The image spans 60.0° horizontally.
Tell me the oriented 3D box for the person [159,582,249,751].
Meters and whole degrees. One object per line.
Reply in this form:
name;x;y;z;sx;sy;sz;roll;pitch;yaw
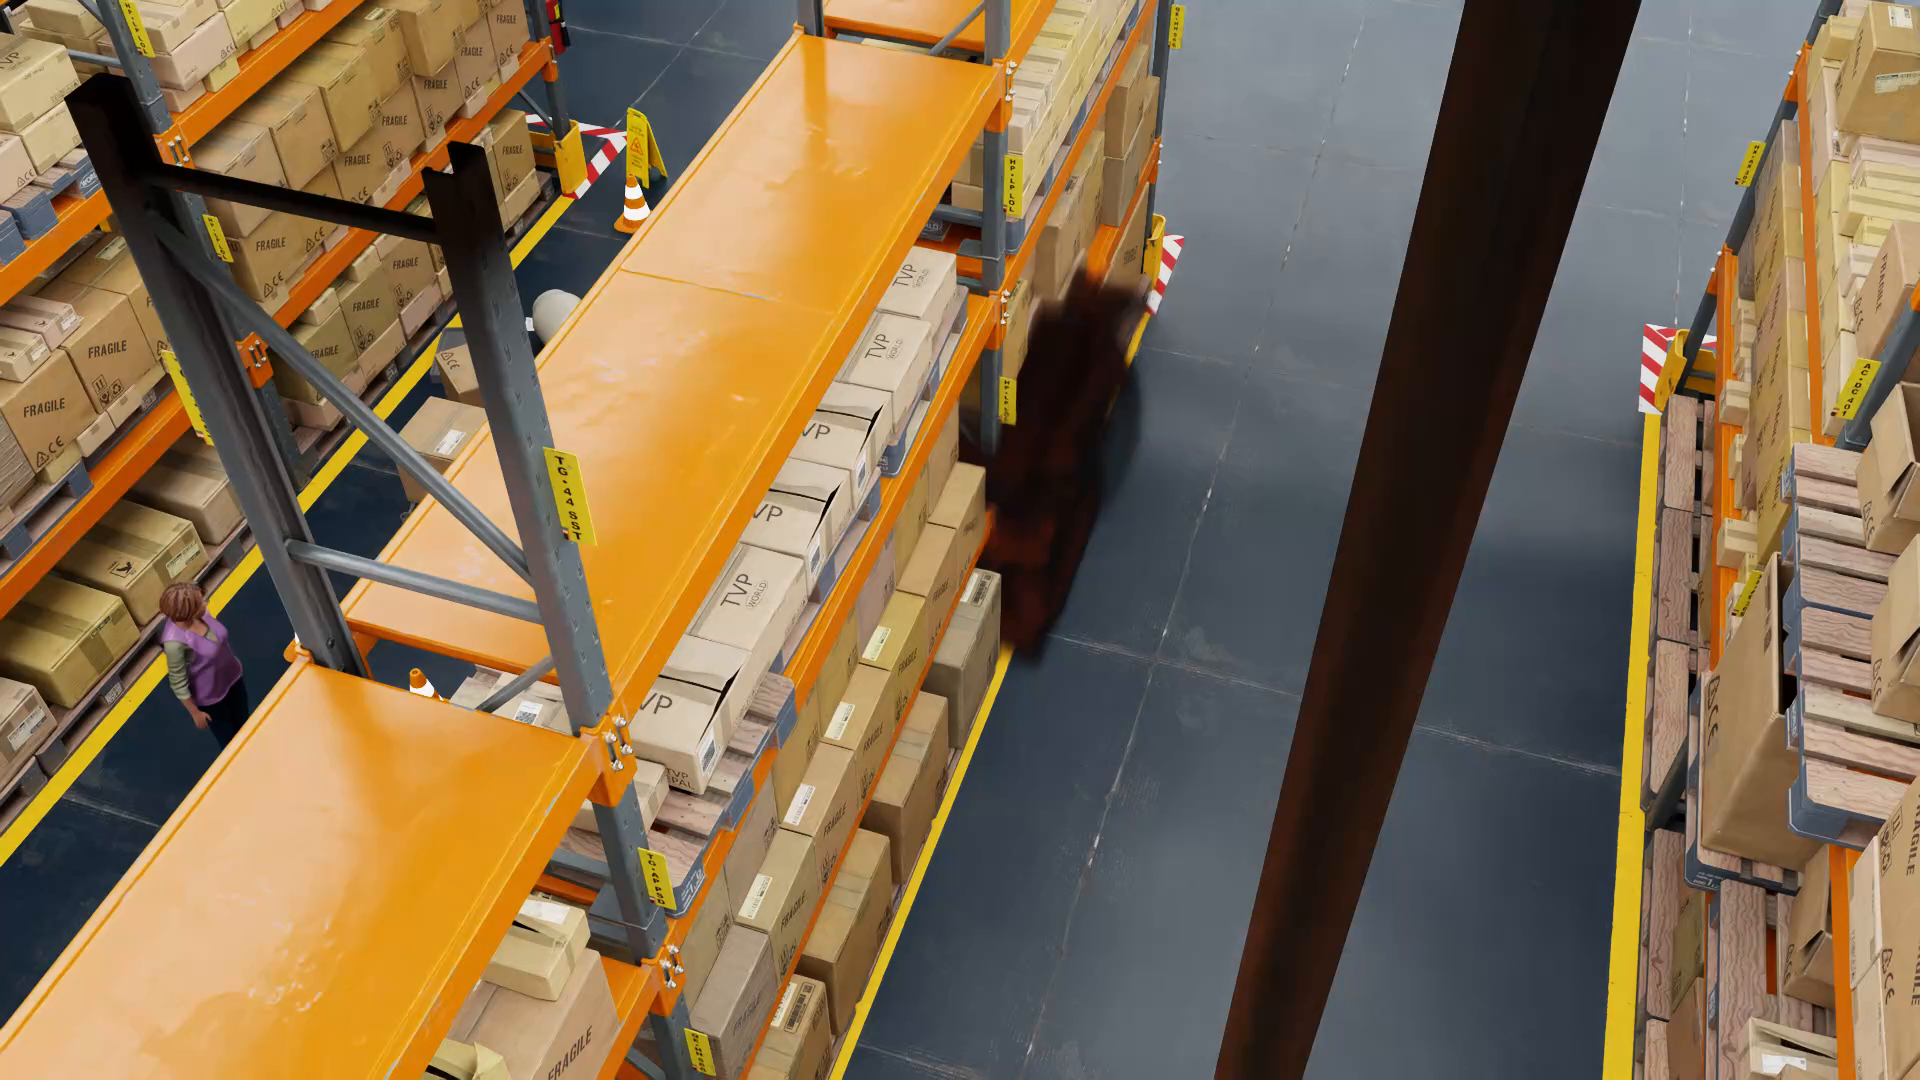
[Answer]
person;-4.141;0.816;9.223;0.353;1.596;0.464;15;47;14
